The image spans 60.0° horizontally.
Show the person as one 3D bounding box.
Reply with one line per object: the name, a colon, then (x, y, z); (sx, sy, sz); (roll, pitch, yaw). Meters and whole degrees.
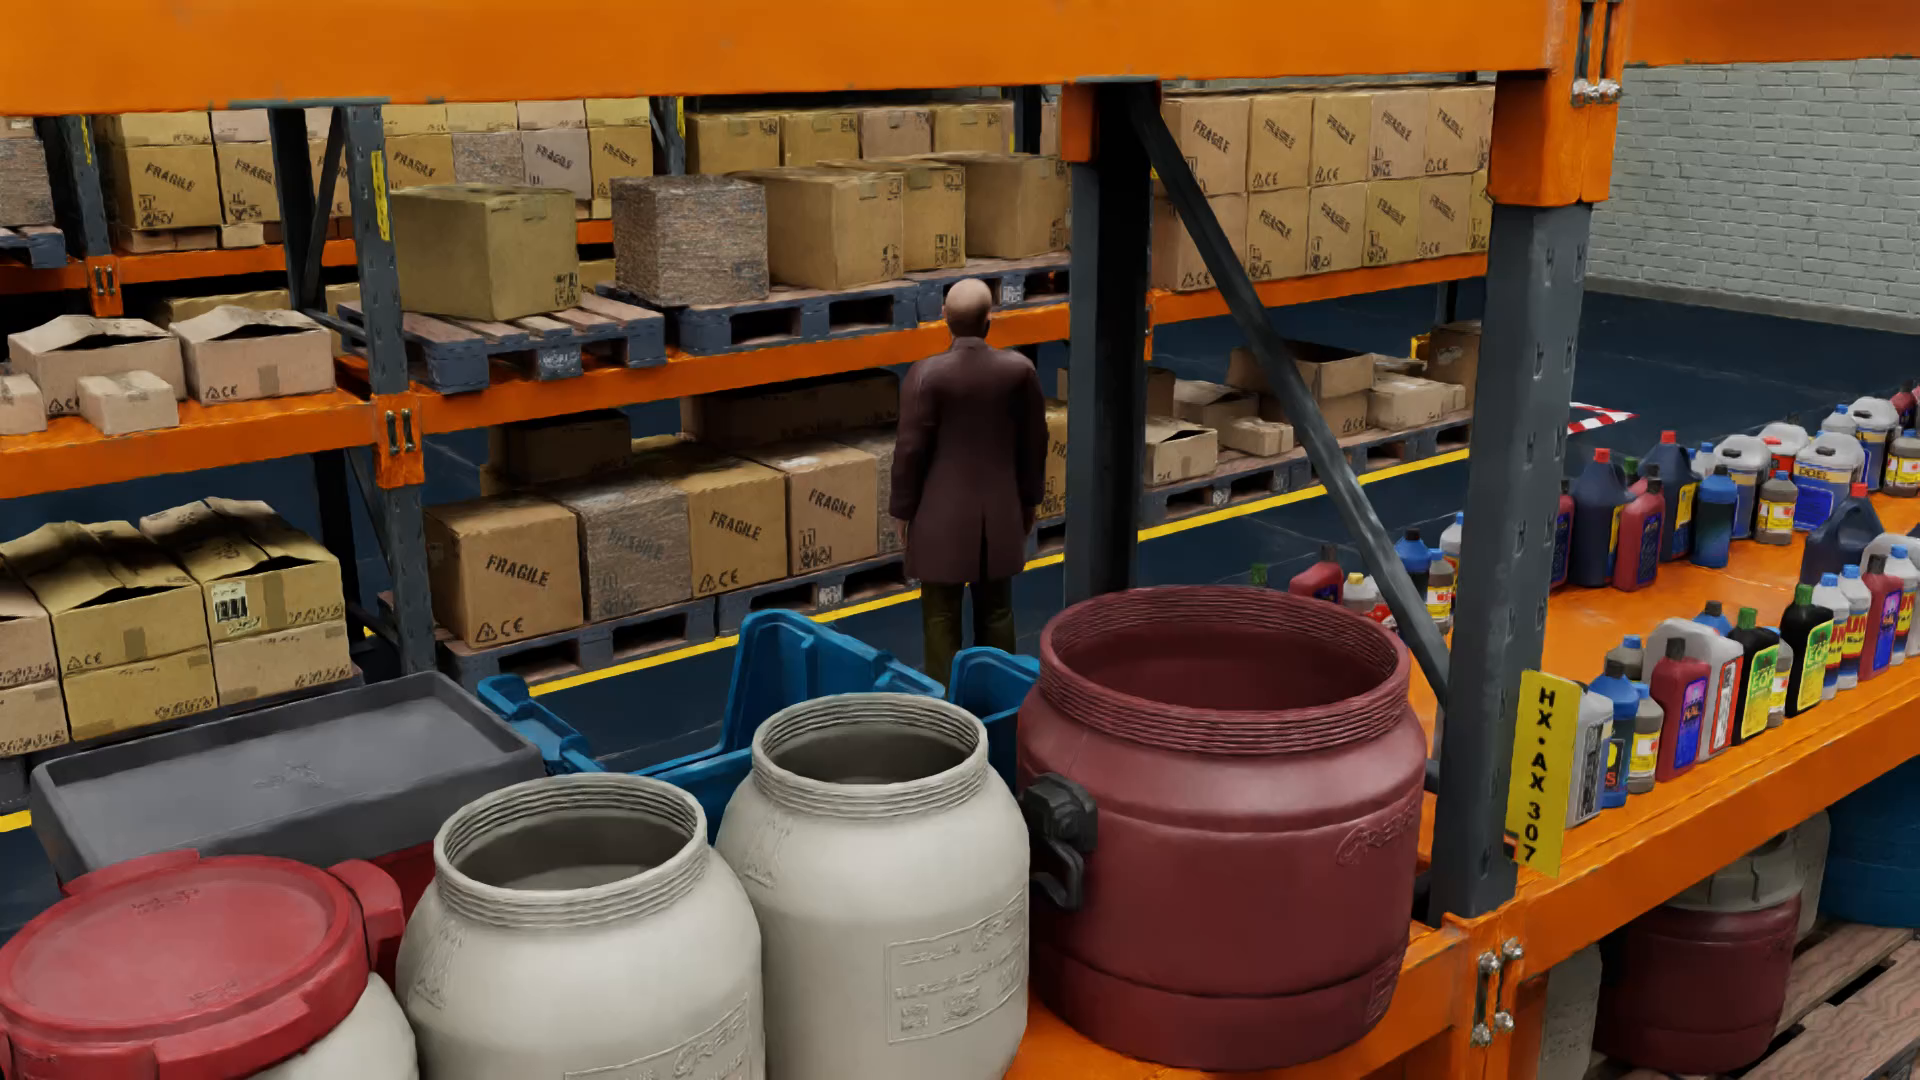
person: (0.017, -0.088, 6.339); (0.634, 1.830, 0.435); (-7, 19, -21)
